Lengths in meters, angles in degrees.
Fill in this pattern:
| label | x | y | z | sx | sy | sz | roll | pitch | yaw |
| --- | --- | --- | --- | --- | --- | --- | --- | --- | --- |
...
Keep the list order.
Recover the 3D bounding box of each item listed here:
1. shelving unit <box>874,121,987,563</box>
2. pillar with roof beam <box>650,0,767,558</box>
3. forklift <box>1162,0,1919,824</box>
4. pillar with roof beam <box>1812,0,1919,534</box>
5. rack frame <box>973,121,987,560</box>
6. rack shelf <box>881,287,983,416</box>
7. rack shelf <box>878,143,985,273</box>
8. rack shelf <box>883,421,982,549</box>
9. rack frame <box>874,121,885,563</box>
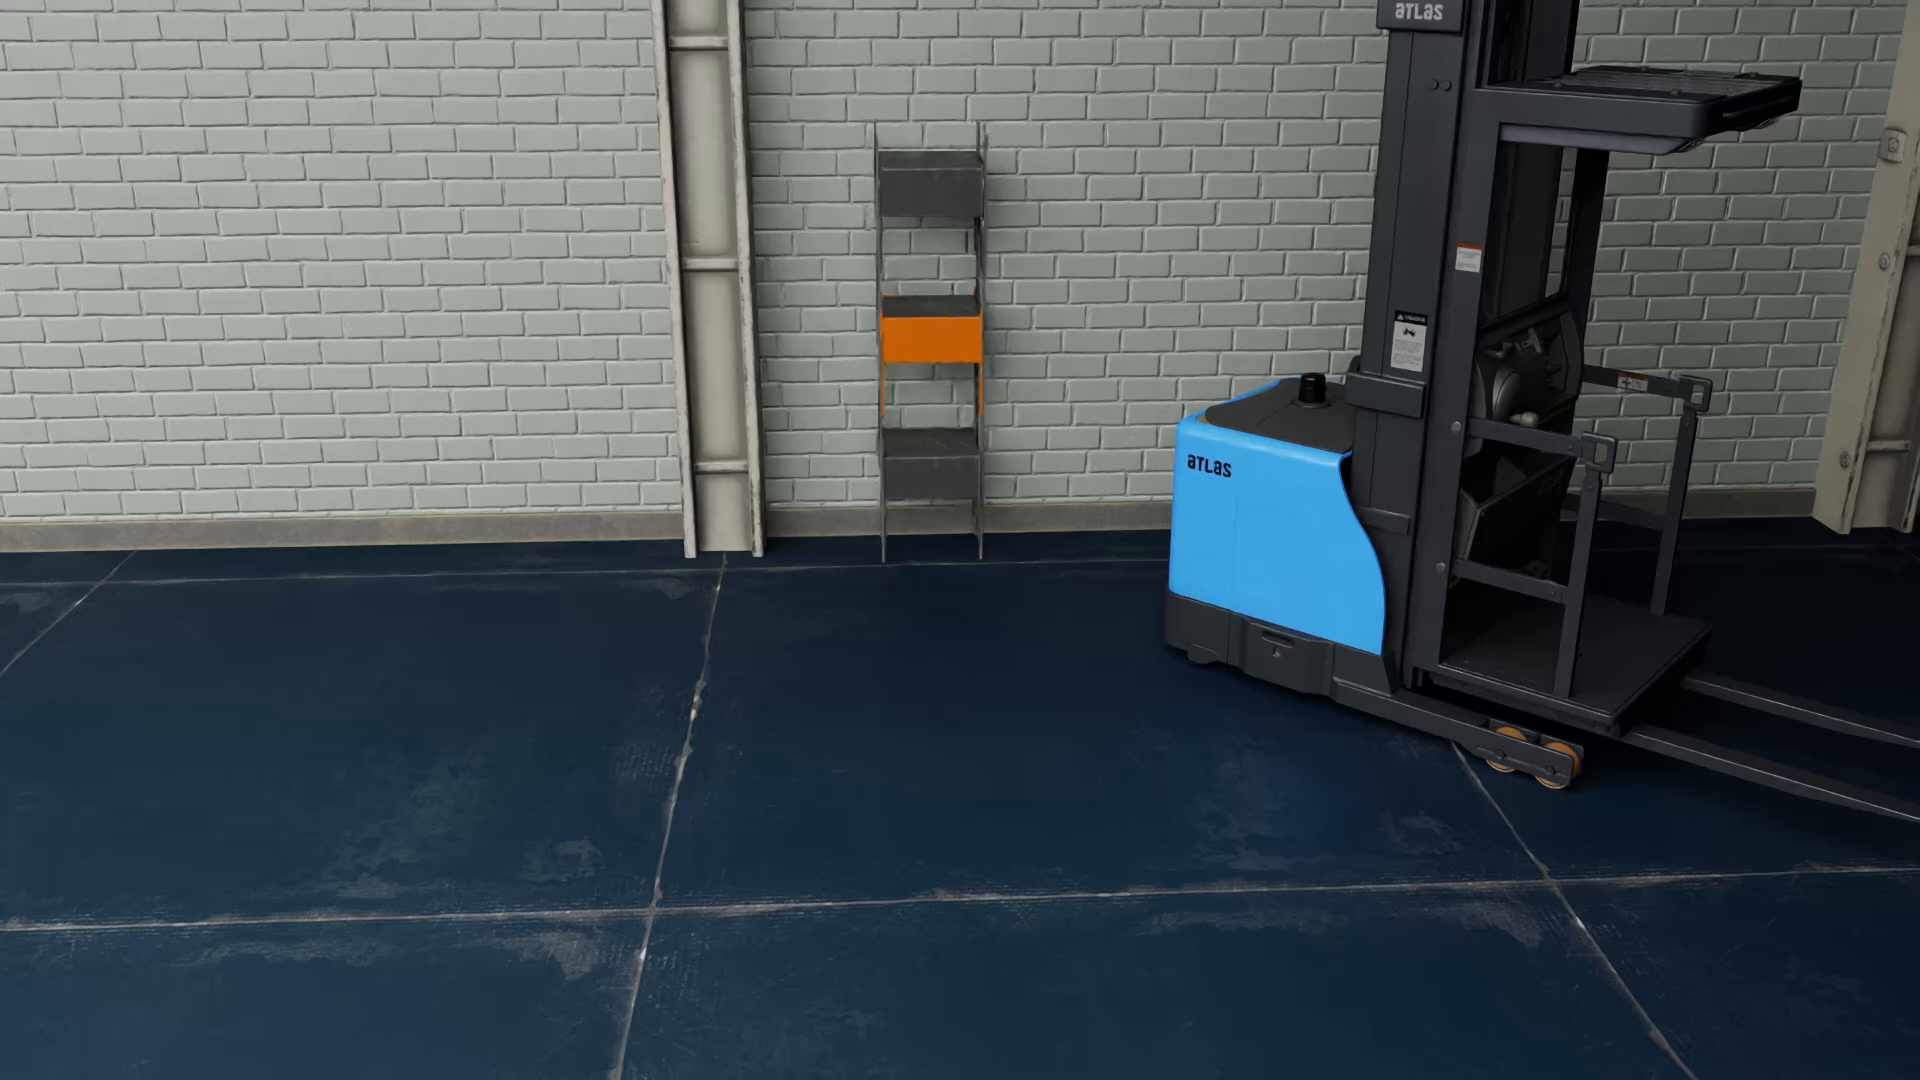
| label | x | y | z | sx | sy | sz | roll | pitch | yaw |
| --- | --- | --- | --- | --- | --- | --- | --- | --- | --- |
| shelving unit | -0.147 | -0.933 | 8.074 | 0.503 | 2.100 | 0.431 | -1 | 24 | -4 |
| pillar with roof beam | -0.951 | -2.644 | 2.919 | 0.400 | 9.000 | 9.100 | -1 | 21 | -3 |
| forklift | 2.333 | -0.656 | 6.225 | 3.031 | 2.935 | 1.130 | 17 | 27 | 38 |
| pillar with roof beam | 5.039 | -2.766 | 3.240 | 0.400 | 9.000 | 9.100 | -1 | 21 | -3 |
| rack frame | 0.097 | -0.938 | 8.090 | 0.015 | 2.100 | 0.400 | -1 | 24 | -4 |
| rack shelf | -0.147 | -0.920 | 8.079 | 0.480 | 0.518 | 0.431 | -1 | 24 | -4 |
| rack shelf | -0.143 | -1.560 | 7.795 | 0.480 | 0.518 | 0.431 | -1 | 24 | -4 |
| rack shelf | -0.150 | -0.280 | 8.364 | 0.480 | 0.518 | 0.431 | -1 | 24 | -4 |
| rack frame | -0.390 | -0.927 | 8.058 | 0.015 | 2.100 | 0.400 | -1 | 24 | -4 |
